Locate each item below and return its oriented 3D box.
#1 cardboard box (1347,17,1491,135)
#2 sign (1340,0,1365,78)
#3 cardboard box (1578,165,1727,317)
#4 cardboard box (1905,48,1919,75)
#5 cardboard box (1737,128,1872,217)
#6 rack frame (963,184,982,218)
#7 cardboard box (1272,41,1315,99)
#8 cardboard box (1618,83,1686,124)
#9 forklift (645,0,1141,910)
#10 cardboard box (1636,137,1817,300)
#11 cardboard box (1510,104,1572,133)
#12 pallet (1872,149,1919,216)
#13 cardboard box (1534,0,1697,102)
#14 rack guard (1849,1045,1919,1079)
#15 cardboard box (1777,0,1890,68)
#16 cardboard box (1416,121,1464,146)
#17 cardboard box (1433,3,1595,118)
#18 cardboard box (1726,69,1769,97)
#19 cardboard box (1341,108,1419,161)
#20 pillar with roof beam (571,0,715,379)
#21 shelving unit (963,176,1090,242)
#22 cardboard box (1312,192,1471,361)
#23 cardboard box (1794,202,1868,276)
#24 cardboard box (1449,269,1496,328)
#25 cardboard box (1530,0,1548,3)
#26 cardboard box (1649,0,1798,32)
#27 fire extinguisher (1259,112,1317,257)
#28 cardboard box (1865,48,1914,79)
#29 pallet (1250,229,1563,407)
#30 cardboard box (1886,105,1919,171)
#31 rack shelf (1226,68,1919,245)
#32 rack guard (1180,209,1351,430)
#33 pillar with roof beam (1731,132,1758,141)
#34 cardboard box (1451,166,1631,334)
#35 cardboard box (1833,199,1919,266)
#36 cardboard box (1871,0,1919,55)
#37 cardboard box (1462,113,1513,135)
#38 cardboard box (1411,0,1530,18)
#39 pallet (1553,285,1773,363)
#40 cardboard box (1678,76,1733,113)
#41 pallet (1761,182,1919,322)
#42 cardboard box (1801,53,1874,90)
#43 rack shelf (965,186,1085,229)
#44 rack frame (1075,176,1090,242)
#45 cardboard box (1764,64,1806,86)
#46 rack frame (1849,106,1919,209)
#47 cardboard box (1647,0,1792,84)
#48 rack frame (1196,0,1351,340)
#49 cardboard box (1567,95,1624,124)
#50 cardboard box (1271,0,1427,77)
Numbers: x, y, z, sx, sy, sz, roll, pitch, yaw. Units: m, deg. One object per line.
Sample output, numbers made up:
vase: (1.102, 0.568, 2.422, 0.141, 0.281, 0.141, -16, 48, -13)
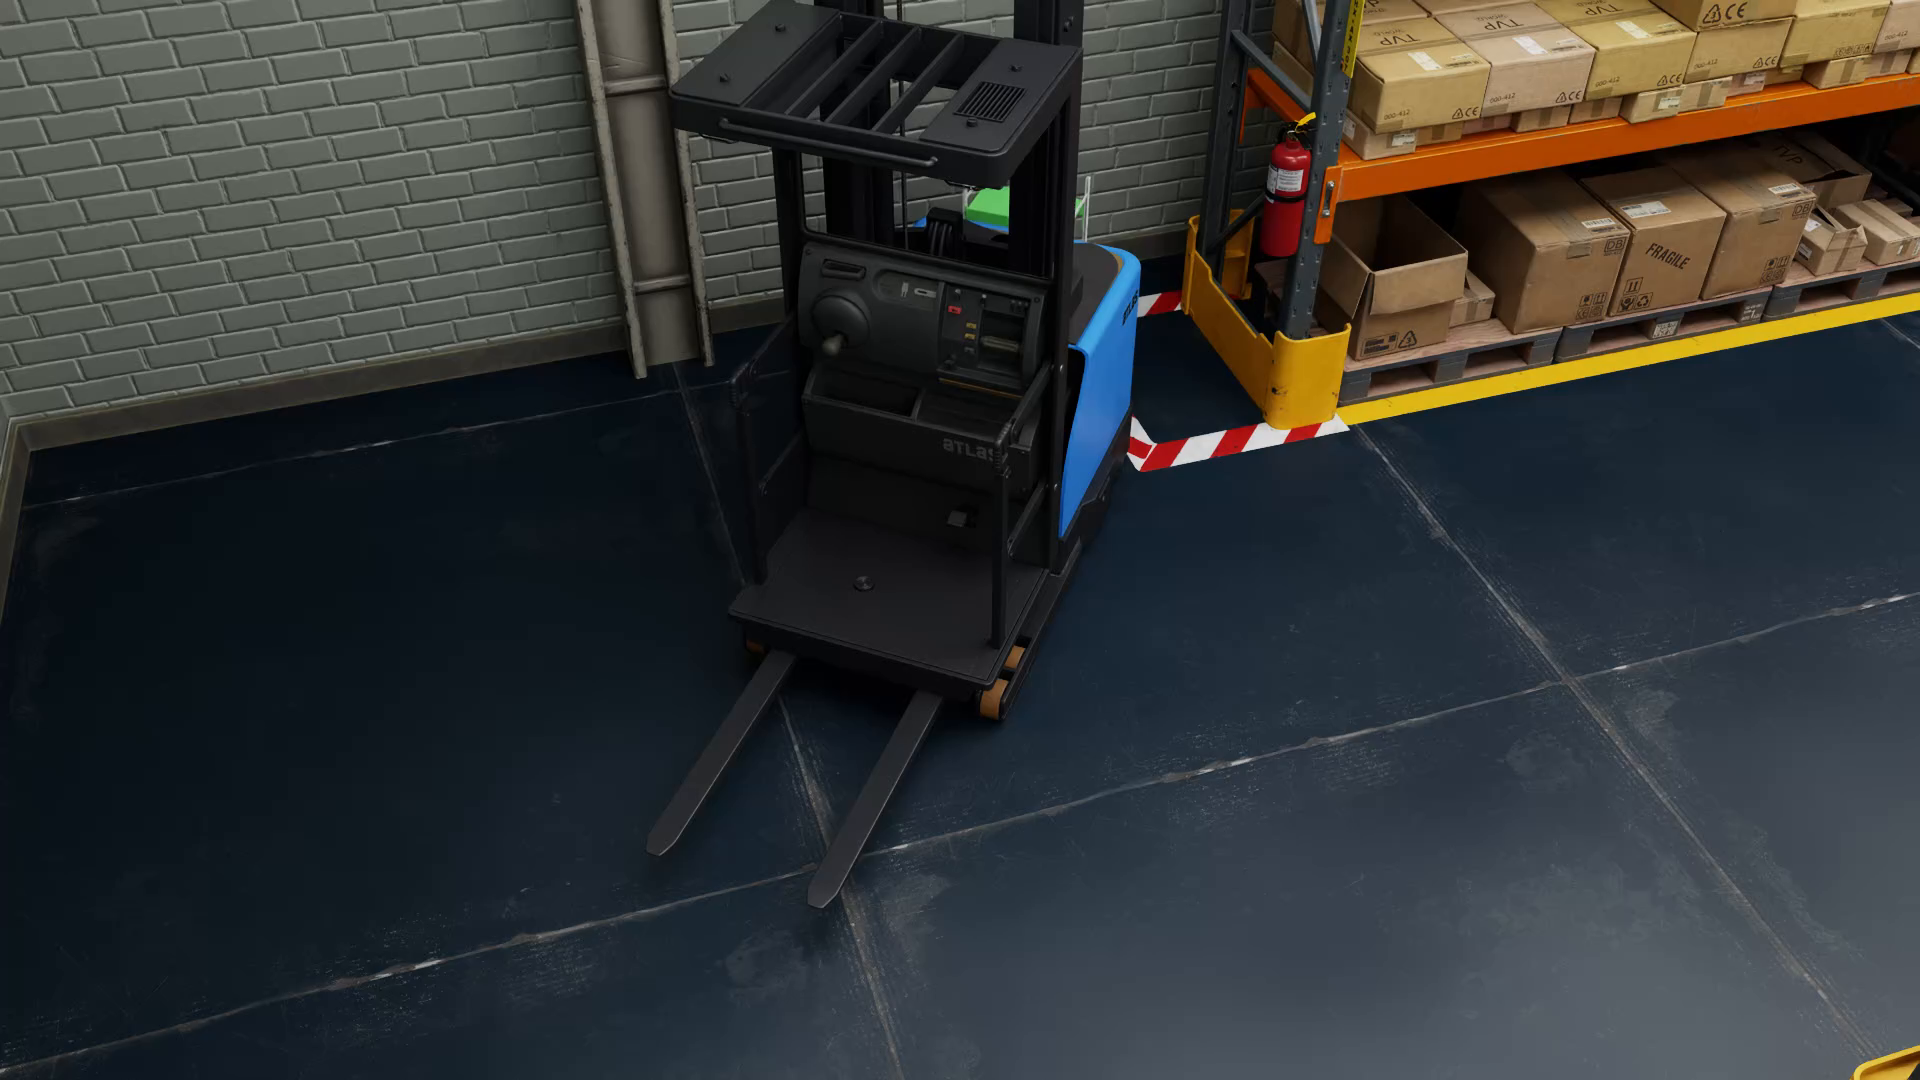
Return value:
cardboard box: (1.908, -1.999, 7.146, 0.500, 0.250, 0.500, -11, 42, -13)
sign: (1.558, -2.008, 6.611, 0.005, 0.325, 0.100, -12, 42, -13)
cardboard box: (3.368, -1.487, 8.253, 0.500, 0.500, 0.500, -11, 42, -12)
cardboard box: (4.499, -2.365, 7.869, 0.250, 0.149, 0.380, -11, 42, -12)
cardboard box: (4.509, -1.976, 8.957, 0.500, 0.311, 0.500, -10, 42, -12)
rack frame: (0.062, -1.168, 7.675, 0.015, 1.200, 0.240, 14, 43, 15)
cardboard box: (1.630, -2.162, 7.636, 0.250, 0.149, 0.380, -12, 43, -14)
cardboard box: (3.034, -2.044, 7.501, 0.250, 0.149, 0.380, -13, 43, -14)
forklift: (-0.224, -0.720, 5.847, 1.130, 2.935, 3.031, 14, 43, 16)
cardboard box: (3.824, -1.651, 8.440, 0.500, 0.500, 0.700, -13, 43, -15)
cardboard box: (2.519, -1.985, 7.434, 0.250, 0.149, 0.380, -10, 42, -12)
pallet: (5.974, -1.947, 9.319, 1.213, 0.211, 1.003, -12, 42, -13)
cardboard box: (2.872, -2.201, 7.377, 0.500, 0.250, 0.500, -12, 43, -14)
rack guard: (2.866, 2.038, 4.538, 0.348, 0.500, 1.175, -12, 42, -13)
cardboard box: (3.844, -2.416, 7.624, 0.500, 0.250, 0.500, -12, 43, -13)
cardboard box: (2.019, -1.900, 7.336, 0.250, 0.149, 0.380, -11, 42, -12)
cardboard box: (2.389, -2.099, 7.260, 0.500, 0.250, 0.500, -11, 42, -13)
cardboard box: (3.505, -2.203, 7.683, 0.250, 0.149, 0.380, -12, 43, -13)
cardboard box: (1.791, -1.821, 7.245, 0.250, 0.149, 0.380, -12, 43, -13)
pillar with roof beam: (-0.155, -1.613, 2.257, 0.400, 9.000, 9.100, -12, 42, -13)
shelving unit: (0.290, -1.112, 7.611, 0.503, 1.200, 0.258, 14, 43, 15)
cardboard box: (2.007, -1.302, 8.039, 0.637, 0.503, 0.797, -13, 43, -15)
cardboard box: (4.426, -1.577, 8.534, 0.258, 0.266, 0.396, -10, 42, -12)
cardboard box: (2.424, -1.228, 8.223, 0.250, 0.149, 0.380, -13, 43, -15)
cardboard box: (2.720, -2.532, 7.756, 0.500, 0.250, 0.500, -10, 42, -12)
cardboard box: (3.339, -2.578, 7.239, 0.500, 0.500, 0.500, -11, 42, -12)
fire extinguisher: (1.393, -1.534, 7.068, 0.183, 0.674, 0.296, -12, 42, -13)
cardboard box: (4.241, -2.331, 7.829, 0.250, 0.149, 0.380, -11, 42, -12)
pallet: (2.227, -1.146, 8.401, 1.213, 0.211, 1.003, -12, 42, -13)
cardboard box: (5.589, -2.313, 9.198, 0.500, 0.500, 0.500, -12, 43, -13)
rack shelf: (3.302, -2.147, 7.974, 4.000, 0.370, 1.077, -12, 42, -13)
rack guard: (1.467, -1.096, 8.125, 0.348, 0.500, 1.175, -12, 42, -13)
pillar with roof beam: (5.568, -2.799, 3.614, 0.400, 9.000, 9.100, -12, 42, -13)
cardboard box: (2.834, -1.445, 8.205, 0.500, 0.500, 0.700, -10, 42, -11)
cardboard box: (4.767, -1.603, 8.653, 0.250, 0.149, 0.380, -13, 43, -14)
cardboard box: (4.324, -2.507, 7.727, 0.500, 0.250, 0.500, -12, 42, -13)
cardboard box: (2.260, -1.974, 7.420, 0.250, 0.149, 0.380, -12, 43, -14)
cardboard box: (2.246, -2.437, 7.647, 0.500, 0.250, 0.500, -12, 42, -13)
pallet: (3.389, -1.384, 8.674, 1.213, 0.211, 1.003, -12, 42, -13)
cardboard box: (3.279, -2.109, 7.575, 0.250, 0.149, 0.380, -11, 42, -12)
pallet: (4.555, -1.628, 8.953, 1.213, 0.211, 1.003, -12, 42, -13)
cardboard box: (4.006, -2.262, 7.751, 0.250, 0.149, 0.380, -12, 43, -14)
rack shelf: (0.290, -1.425, 7.337, 0.480, 0.148, 0.258, 14, 43, 15)
rack frame: (0.519, -1.056, 7.546, 0.015, 1.200, 0.240, 14, 43, 15)
cardboard box: (3.726, -2.282, 7.773, 0.250, 0.149, 0.380, -11, 42, -12)
rack frame: (5.210, -2.813, 8.190, 0.127, 3.000, 1.000, -12, 42, -13)
cardboard box: (3.353, -2.315, 7.508, 0.500, 0.250, 0.500, -13, 43, -14)
rack frame: (1.395, -2.023, 7.285, 0.127, 3.000, 1.000, -12, 42, -13)
cardboard box: (2.771, -2.041, 7.498, 0.250, 0.149, 0.380, -11, 42, -12)
cardboard box: (1.754, -2.336, 7.531, 0.500, 0.250, 0.500, -11, 42, -12)
